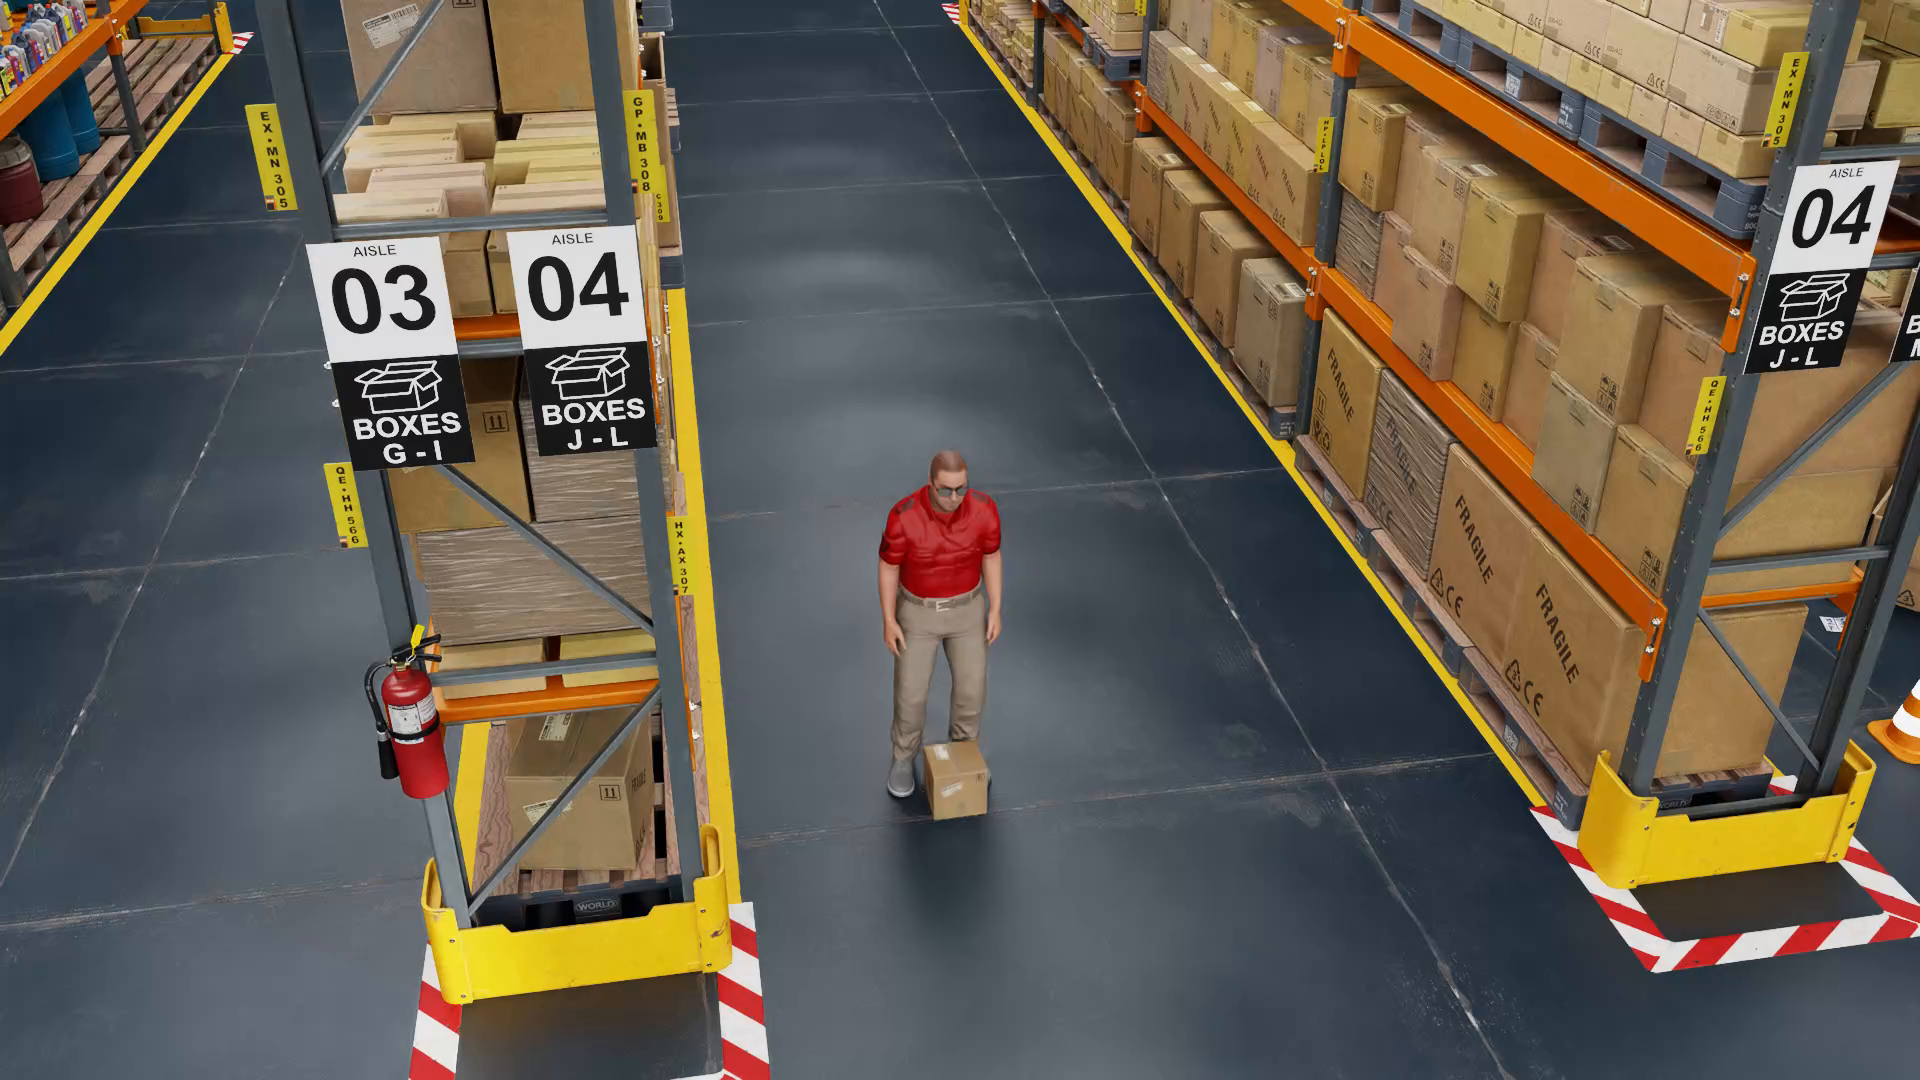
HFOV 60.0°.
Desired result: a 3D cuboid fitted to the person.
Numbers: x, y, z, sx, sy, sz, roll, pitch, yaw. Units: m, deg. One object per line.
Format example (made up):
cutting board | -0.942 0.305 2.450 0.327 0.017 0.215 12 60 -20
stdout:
person | -0.081 0.351 7.556 0.578 1.727 0.390 -6 31 -11
